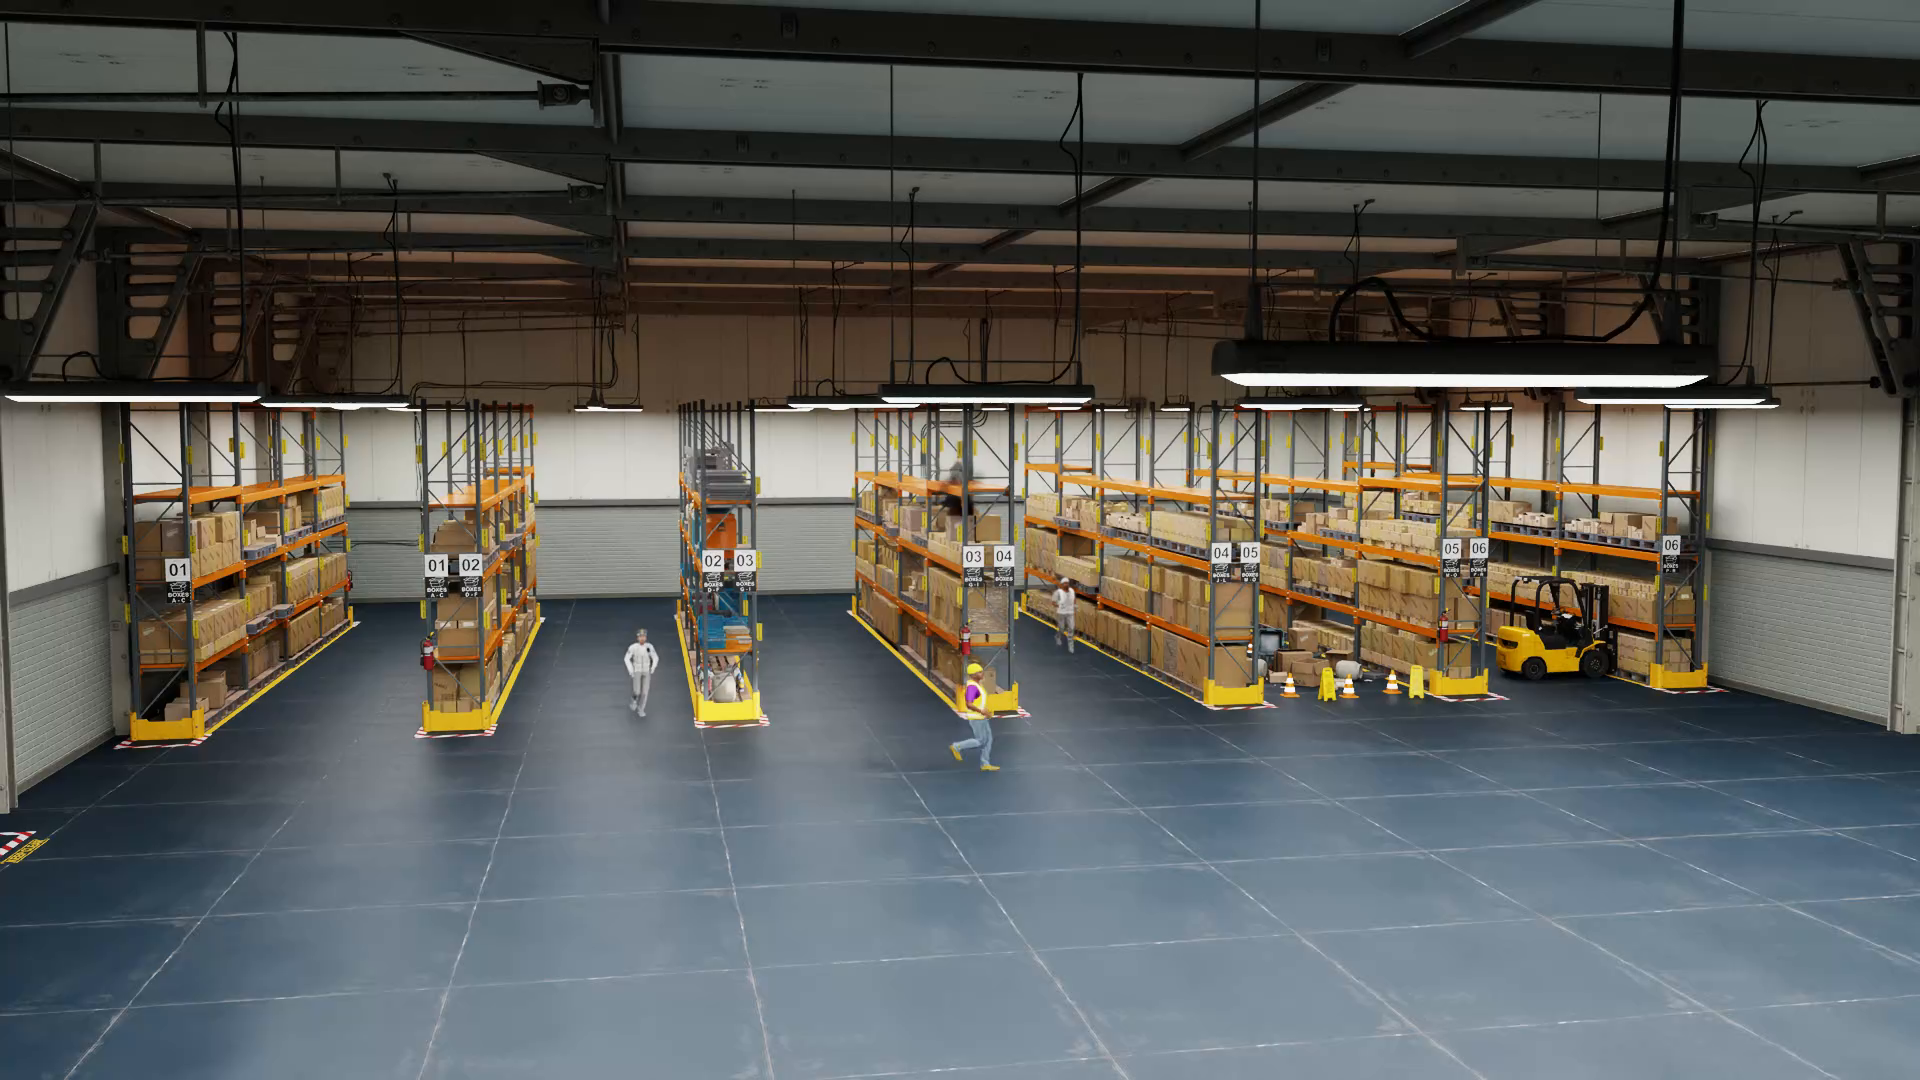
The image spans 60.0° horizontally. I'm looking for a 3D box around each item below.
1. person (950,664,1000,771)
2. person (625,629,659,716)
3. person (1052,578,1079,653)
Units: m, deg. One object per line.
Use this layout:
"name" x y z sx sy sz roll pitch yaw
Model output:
"person" 0.243 2.847 26.698 0.801 1.738 0.700 0 4 6
"person" -6.055 2.513 31.689 0.633 1.661 0.538 -2 5 -20
"person" 2.543 1.793 40.162 0.685 1.782 0.983 -1 4 -16
